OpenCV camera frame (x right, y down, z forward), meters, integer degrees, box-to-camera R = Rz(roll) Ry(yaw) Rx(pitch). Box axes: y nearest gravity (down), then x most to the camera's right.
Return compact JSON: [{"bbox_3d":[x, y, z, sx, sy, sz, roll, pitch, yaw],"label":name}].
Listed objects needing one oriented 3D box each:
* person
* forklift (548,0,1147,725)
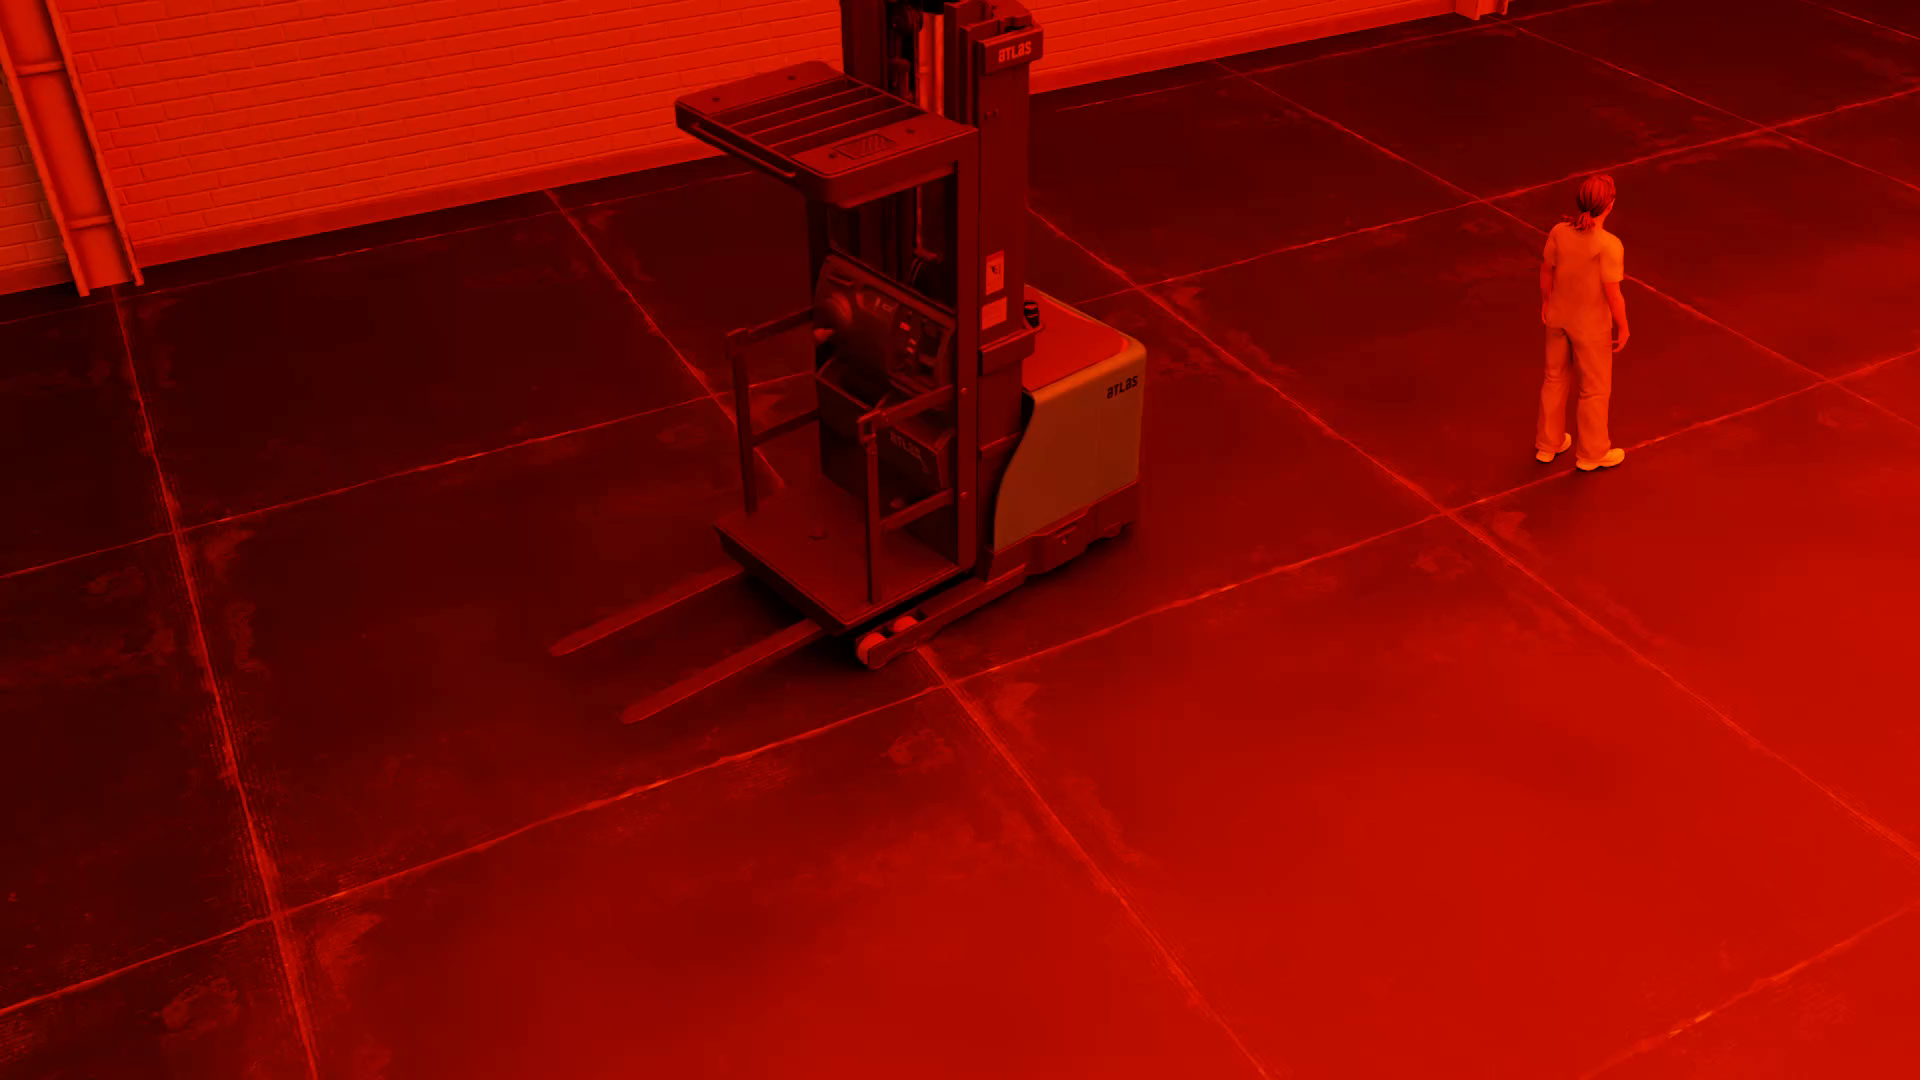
[{"bbox_3d":[3.338,-1.164,8.845,0.550,1.676,0.549,-22,41,-28],"label":"person"},{"bbox_3d":[-0.512,-0.936,7.447,3.031,2.935,1.130,-26,43,-32],"label":"forklift"}]
